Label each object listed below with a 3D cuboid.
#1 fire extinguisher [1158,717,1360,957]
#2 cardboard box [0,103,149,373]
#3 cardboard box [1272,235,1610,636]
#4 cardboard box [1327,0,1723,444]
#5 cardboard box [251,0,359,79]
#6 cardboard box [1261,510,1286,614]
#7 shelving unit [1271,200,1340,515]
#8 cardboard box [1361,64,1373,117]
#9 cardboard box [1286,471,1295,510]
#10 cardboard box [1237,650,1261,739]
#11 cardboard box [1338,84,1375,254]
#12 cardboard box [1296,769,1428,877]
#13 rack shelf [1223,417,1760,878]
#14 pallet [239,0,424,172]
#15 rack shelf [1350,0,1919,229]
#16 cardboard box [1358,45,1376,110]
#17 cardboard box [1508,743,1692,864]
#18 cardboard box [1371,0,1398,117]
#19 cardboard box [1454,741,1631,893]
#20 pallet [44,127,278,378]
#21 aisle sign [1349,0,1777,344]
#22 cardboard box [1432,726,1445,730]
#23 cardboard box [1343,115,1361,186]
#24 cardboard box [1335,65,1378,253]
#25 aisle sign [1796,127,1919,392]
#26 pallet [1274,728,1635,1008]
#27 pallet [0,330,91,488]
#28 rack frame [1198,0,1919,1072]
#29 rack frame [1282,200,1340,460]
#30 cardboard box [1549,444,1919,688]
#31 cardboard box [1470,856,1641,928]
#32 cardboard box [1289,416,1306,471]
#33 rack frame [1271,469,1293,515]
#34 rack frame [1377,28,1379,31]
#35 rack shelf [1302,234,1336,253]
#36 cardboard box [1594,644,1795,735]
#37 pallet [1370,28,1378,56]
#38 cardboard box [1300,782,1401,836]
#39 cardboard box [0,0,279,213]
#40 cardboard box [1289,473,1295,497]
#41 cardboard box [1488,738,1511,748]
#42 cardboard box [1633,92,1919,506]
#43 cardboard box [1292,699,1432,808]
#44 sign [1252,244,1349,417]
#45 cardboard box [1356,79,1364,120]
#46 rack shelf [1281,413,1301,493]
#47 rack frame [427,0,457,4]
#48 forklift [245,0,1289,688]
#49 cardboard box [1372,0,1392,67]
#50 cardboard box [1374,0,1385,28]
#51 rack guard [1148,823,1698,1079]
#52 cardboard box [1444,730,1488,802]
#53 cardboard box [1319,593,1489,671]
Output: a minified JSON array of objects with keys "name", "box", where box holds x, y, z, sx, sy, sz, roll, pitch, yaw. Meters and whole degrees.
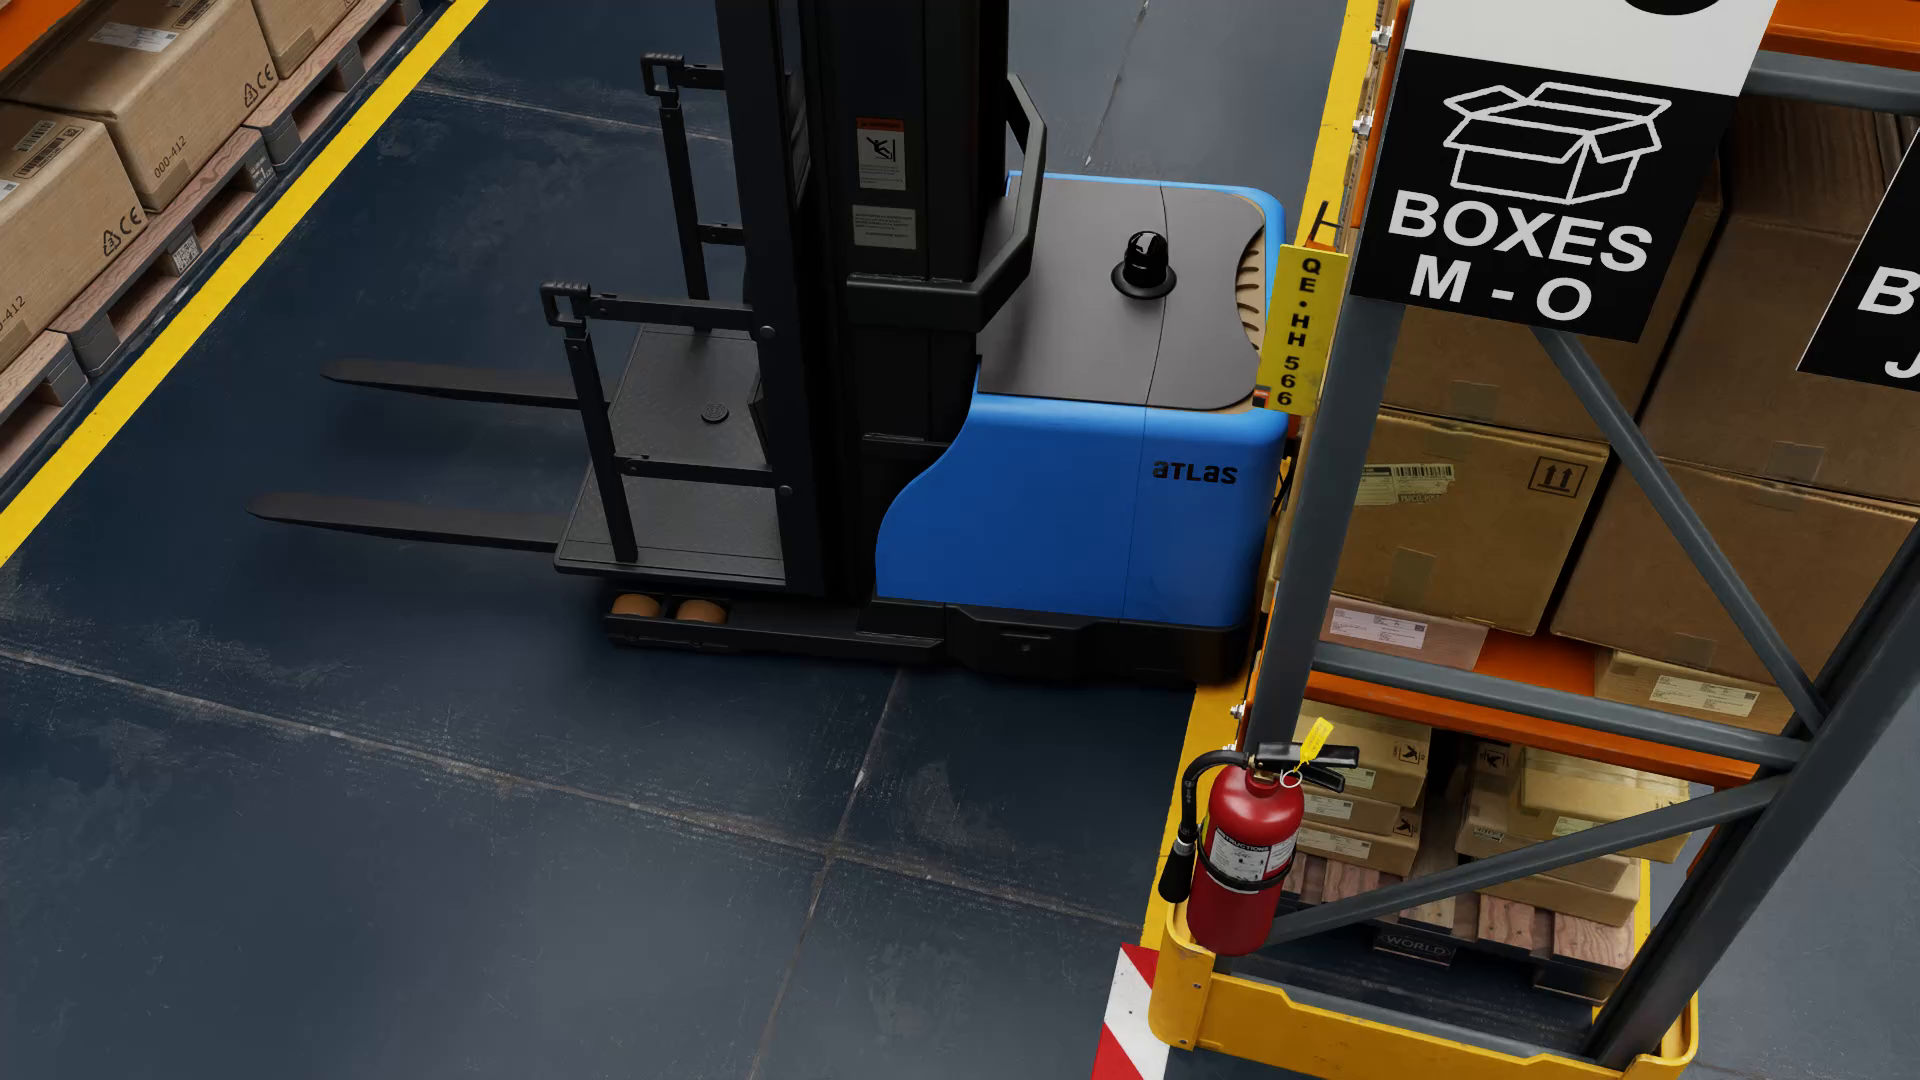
[{"name":"fire extinguisher","box":[0.536,0.538,3.075,0.296,0.674,0.183,12,50,10]},{"name":"cardboard box","box":[-3.445,-1.058,5.612,0.875,0.438,0.875,13,50,11]},{"name":"cardboard box","box":[0.917,-0.210,3.169,0.500,0.500,0.500,12,50,11]},{"name":"cardboard box","box":[0.928,-0.545,2.798,0.500,0.500,0.500,11,49,9]},{"name":"cardboard box","box":[-2.971,-2.358,6.759,0.875,0.438,0.875,11,49,9]},{"name":"cardboard box","box":[1.009,0.089,4.395,0.380,0.149,0.250,11,49,9]},{"name":"shelving unit","box":[1.011,-0.515,4.985,0.215,1.050,0.252,17,53,4]},{"name":"cardboard box","box":[1.323,-1.309,4.139,0.500,0.500,0.500,14,50,12]},{"name":"cardboard box","box":[1.166,-0.078,4.940,0.380,0.149,0.250,10,49,8]},{"name":"cardboard box","box":[0.955,0.474,4.452,0.380,0.149,0.250,13,50,11]},{"name":"cardboard box","box":[1.058,-0.581,3.497,0.500,0.500,0.500,11,49,9]},{"name":"cardboard box","box":[0.985,0.680,4.271,0.380,0.149,0.250,12,50,11]},{"name":"rack shelf","box":[1.574,-0.911,4.533,1.077,0.370,4.000,12,50,10]},{"name":"pallet","box":[-2.978,-2.042,6.912,1.003,0.211,1.213,12,50,10]},{"name":"rack shelf","box":[1.574,-1.904,3.409,1.077,0.370,4.000,12,50,10]},{"name":"cardboard box","box":[1.696,-1.691,6.165,0.380,0.149,0.250,14,50,12]},{"name":"cardboard box","box":[1.513,0.593,3.950,0.380,0.149,0.250,10,49,8]},{"name":"cardboard box","box":[1.061,-0.912,3.122,0.500,0.500,0.500,10,49,9]},{"name":"cardboard box","box":[1.433,0.675,4.076,0.380,0.149,0.250,13,50,12]},{"name":"pallet","box":[-3.297,-1.157,6.130,1.003,0.211,1.213,12,50,10]},{"name":"aisle sign","box":[0.739,-0.569,2.018,0.394,0.787,0.004,12,50,10]},{"name":"cardboard box","box":[1.064,0.302,4.208,0.380,0.149,0.250,12,50,11]},{"name":"cardboard box","box":[1.624,-1.399,6.105,0.380,0.149,0.250,13,50,11]},{"name":"cardboard box","box":[1.182,-0.950,3.823,0.500,0.500,0.500,12,50,10]},{"name":"aisle sign","box":[1.317,-0.451,1.913,0.394,0.787,0.004,12,50,10]},{"name":"pallet","box":[1.315,0.585,4.593,1.003,0.211,1.213,12,50,10]},{"name":"pallet","box":[-3.620,-0.277,5.354,1.003,0.211,1.213,12,50,10]},{"name":"rack frame","box":[1.047,0.297,2.987,1.000,3.000,0.127,12,50,10]},{"name":"rack frame","box":[1.044,-0.607,5.059,0.200,1.050,0.008,17,53,4]},{"name":"cardboard box","box":[1.432,-0.104,3.076,0.500,0.500,0.500,14,50,12]},{"name":"cardboard box","box":[1.494,0.786,4.177,0.380,0.149,0.250,12,50,11]},{"name":"cardboard box","box":[1.156,-0.291,4.731,0.380,0.149,0.250,13,50,11]},{"name":"rack frame","box":[0.979,-0.424,4.911,0.200,1.050,0.008,17,53,4]},{"name":"rack frame","box":[2.100,-2.596,5.540,1.000,3.000,0.127,12,50,10]},{"name":"rack shelf","box":[1.046,-0.678,4.768,0.215,0.259,0.240,17,53,4]},{"name":"cardboard box","box":[1.449,0.211,3.231,0.380,0.149,0.250,11,50,10]},{"name":"pallet","box":[2.304,-2.237,7.083,1.003,0.211,1.213,12,50,10]},{"name":"cardboard box","box":[0.911,0.565,4.173,0.380,0.149,0.250,10,49,9]},{"name":"cardboard box","box":[-3.206,-1.710,6.187,0.875,0.438,0.875,10,49,9]},{"name":"cardboard box","box":[1.170,-0.188,4.838,0.380,0.149,0.250,12,50,11]},{"name":"cardboard box","box":[1.559,0.488,4.241,0.380,0.149,0.250,11,50,10]},{"name":"cardboard box","box":[1.422,-0.437,2.703,0.500,0.500,0.500,11,50,10]},{"name":"cardboard box","box":[0.942,0.472,4.057,0.380,0.149,0.250,12,50,10]},{"name":"sign","box":[0.517,-0.314,2.544,0.100,0.325,0.005,12,50,10]},{"name":"cardboard box","box":[1.694,-1.591,6.275,0.380,0.149,0.250,10,49,8]},{"name":"rack shelf","box":[0.975,-0.343,5.213,0.215,0.259,0.240,17,53,4]},{"name":"rack frame","box":[-2.702,-3.500,6.338,1.000,3.000,0.127,12,50,10]},{"name":"forklift","box":[-0.623,-1.026,4.200,3.031,2.935,1.130,5,49,4]},{"name":"cardboard box","box":[1.189,-1.289,3.455,0.500,0.500,0.500,14,50,12]},{"name":"cardboard box","box":[1.436,-1.702,4.487,0.500,0.500,0.500,11,49,9]},{"name":"rack guard","box":[1.067,1.070,3.973,1.175,0.500,0.348,12,50,10]},{"name":"cardboard box","box":[1.484,0.581,4.358,0.380,0.149,0.250,11,50,10]},{"name":"cardboard box","box":[0.860,0.089,3.338,0.380,0.149,0.250,12,50,10]}]
